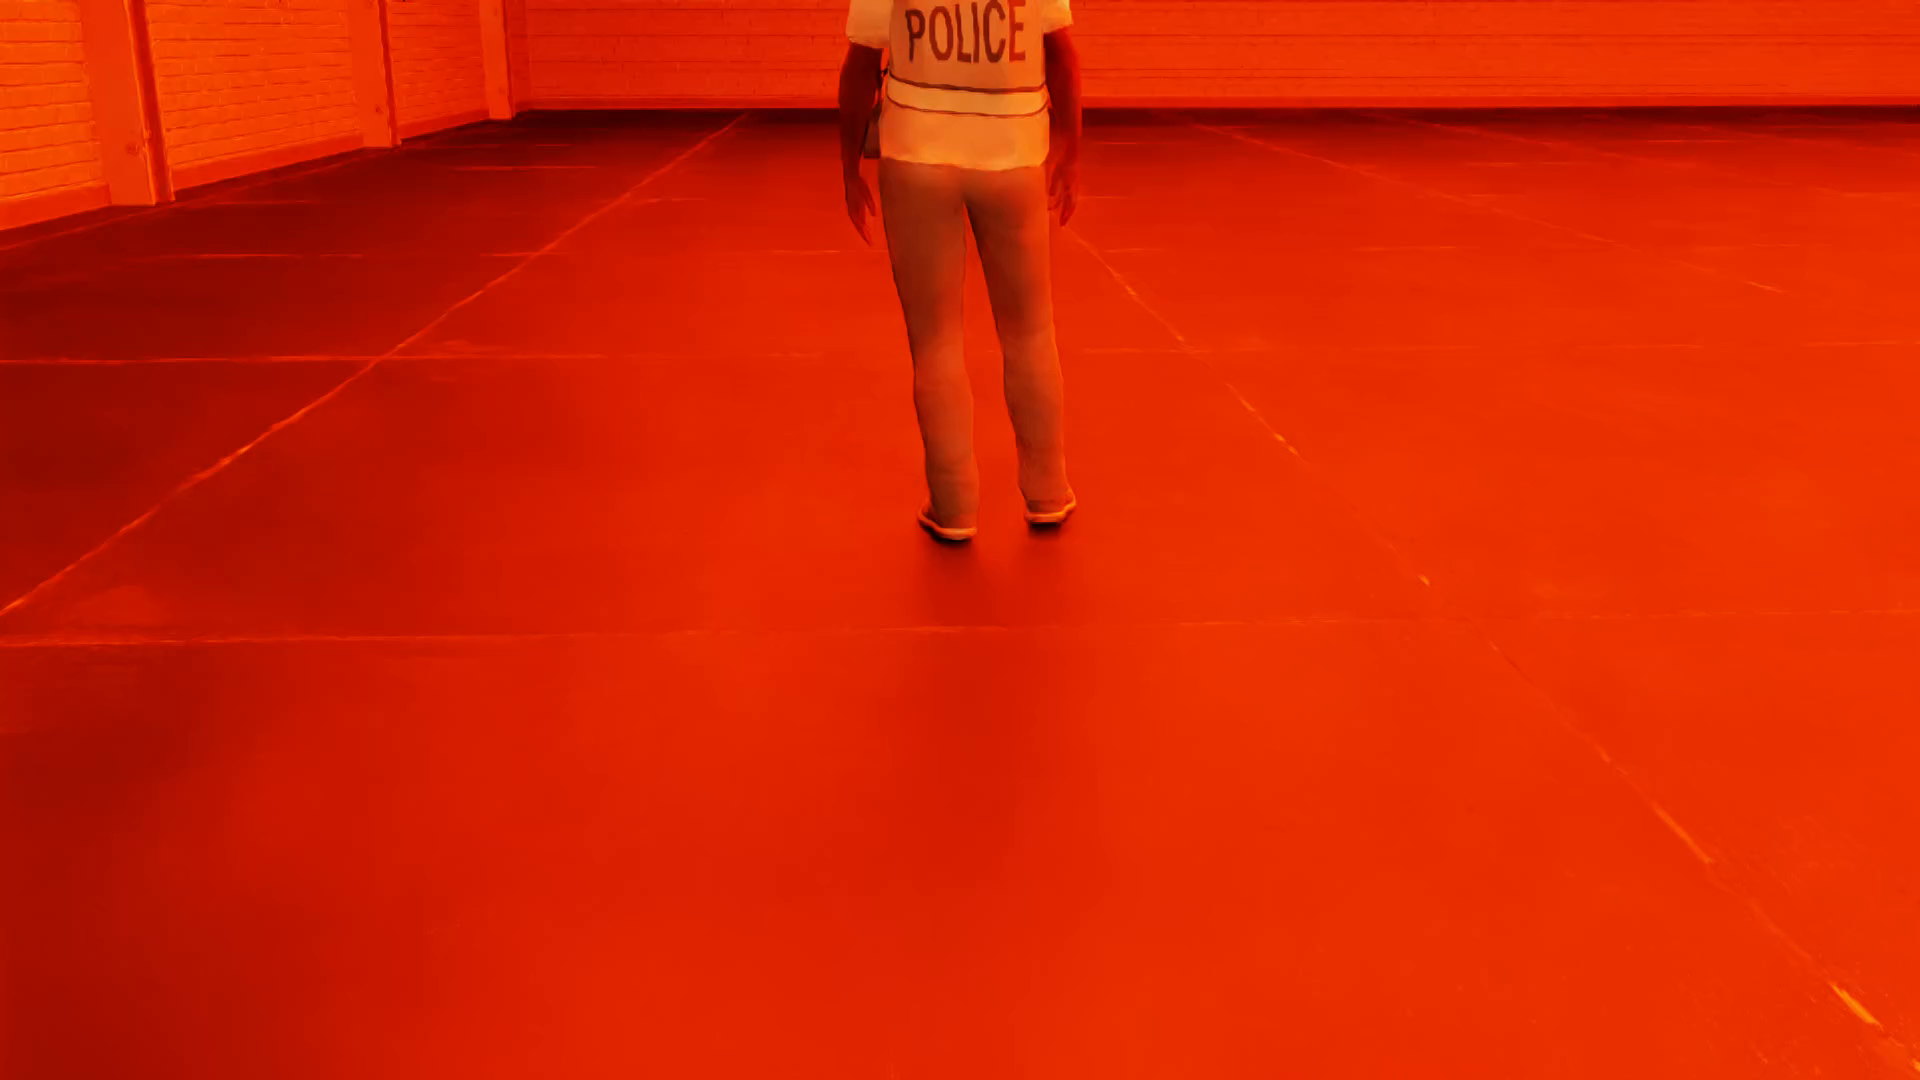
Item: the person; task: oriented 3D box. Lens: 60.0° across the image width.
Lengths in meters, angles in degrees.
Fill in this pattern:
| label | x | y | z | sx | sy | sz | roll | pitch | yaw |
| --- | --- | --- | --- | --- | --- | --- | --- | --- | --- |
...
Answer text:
| label | x | y | z | sx | sy | sz | roll | pitch | yaw |
| --- | --- | --- | --- | --- | --- | --- | --- | --- | --- |
| person | 0.016 | -0.840 | 3.741 | 0.570 | 1.695 | 0.529 | -1 | 17 | -3 |
